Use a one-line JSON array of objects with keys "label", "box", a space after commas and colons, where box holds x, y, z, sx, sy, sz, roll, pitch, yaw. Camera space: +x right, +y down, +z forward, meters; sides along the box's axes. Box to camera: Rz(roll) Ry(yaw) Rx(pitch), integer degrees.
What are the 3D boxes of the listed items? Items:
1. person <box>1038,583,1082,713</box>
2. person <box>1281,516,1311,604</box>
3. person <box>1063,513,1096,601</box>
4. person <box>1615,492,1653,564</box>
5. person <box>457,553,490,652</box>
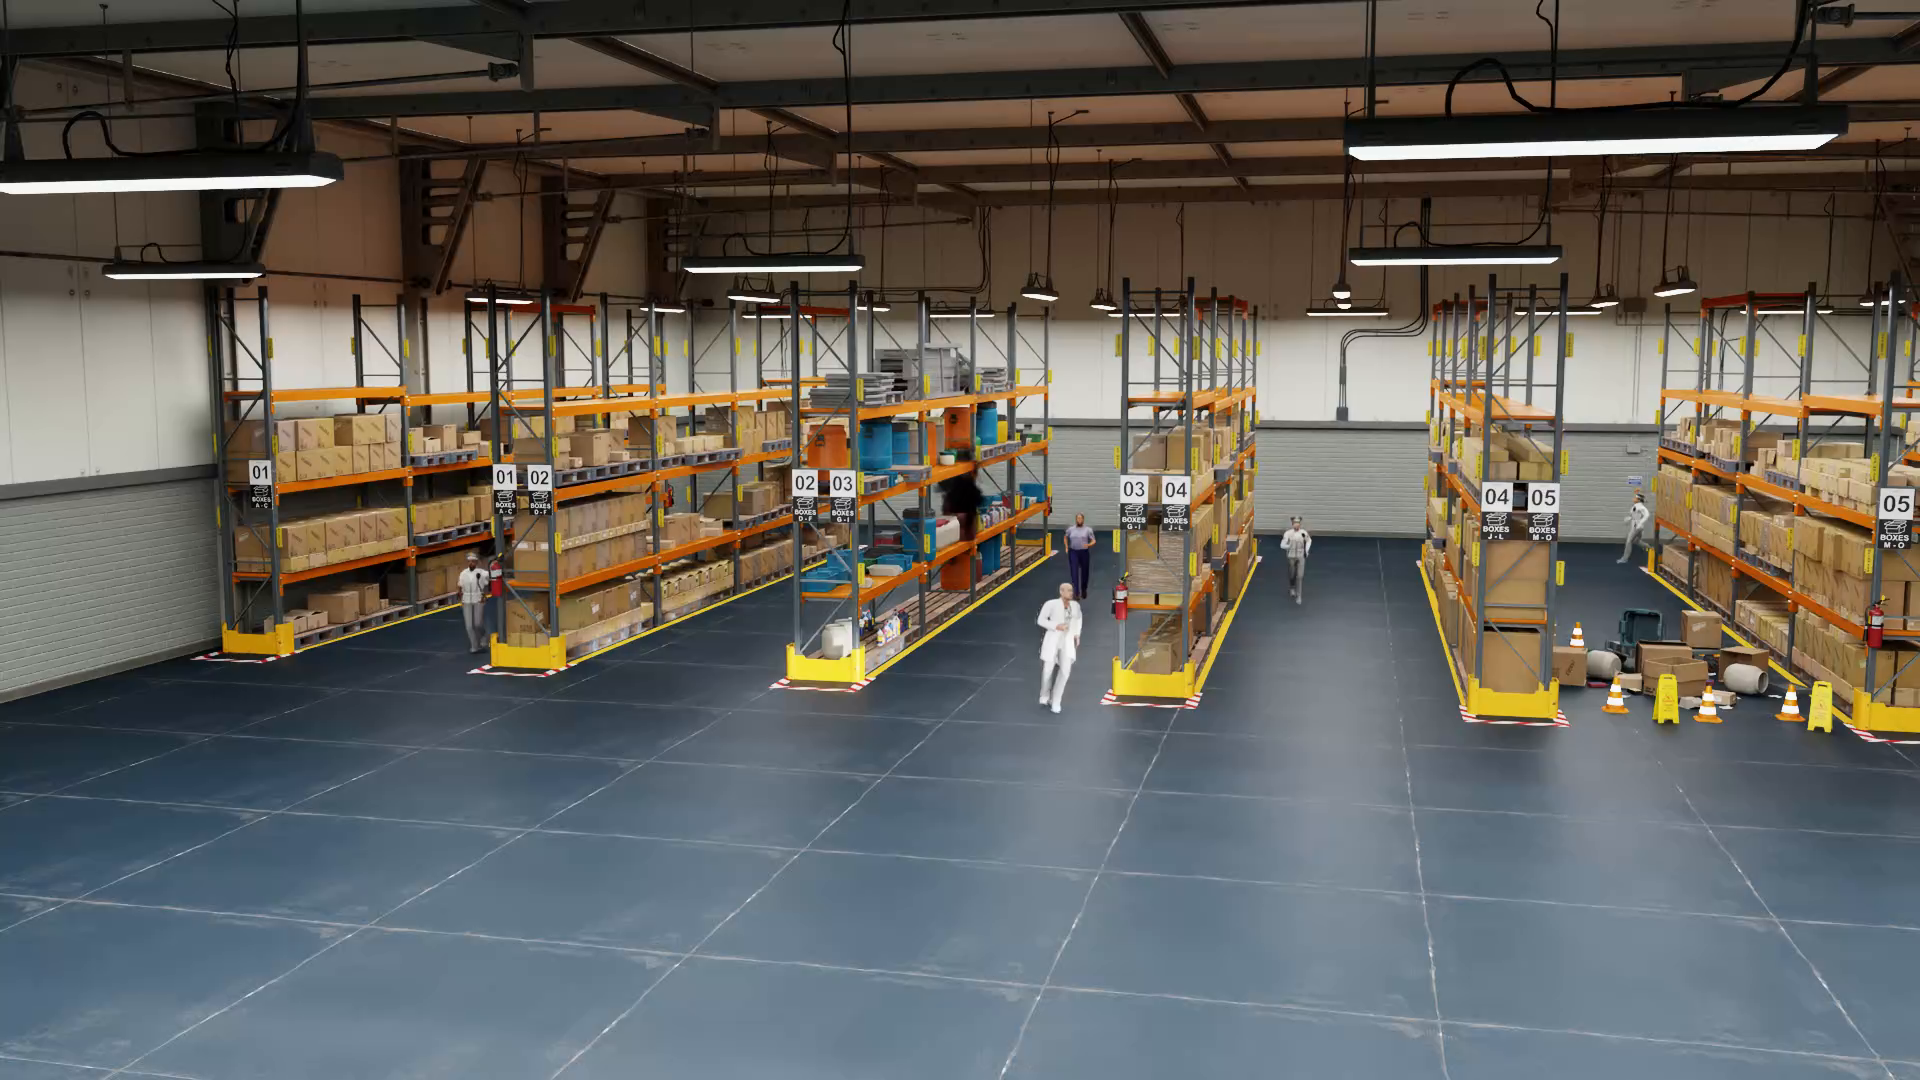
[{"label": "person", "box": [1.427, 1.488, 23.253, 0.705, 1.768, 0.764, -1, 7, -8]}, {"label": "person", "box": [6.649, 0.371, 32.893, 0.537, 1.690, 0.920, 1, 7, 8]}, {"label": "person", "box": [2.247, 0.323, 31.375, 0.620, 1.641, 0.766, 0, 7, 4]}, {"label": "person", "box": [15.774, -0.273, 38.675, 0.918, 1.701, 0.657, 2, 7, 17]}, {"label": "person", "box": [-8.033, 1.030, 27.445, 0.570, 1.654, 0.568, 0, 7, -2]}]
